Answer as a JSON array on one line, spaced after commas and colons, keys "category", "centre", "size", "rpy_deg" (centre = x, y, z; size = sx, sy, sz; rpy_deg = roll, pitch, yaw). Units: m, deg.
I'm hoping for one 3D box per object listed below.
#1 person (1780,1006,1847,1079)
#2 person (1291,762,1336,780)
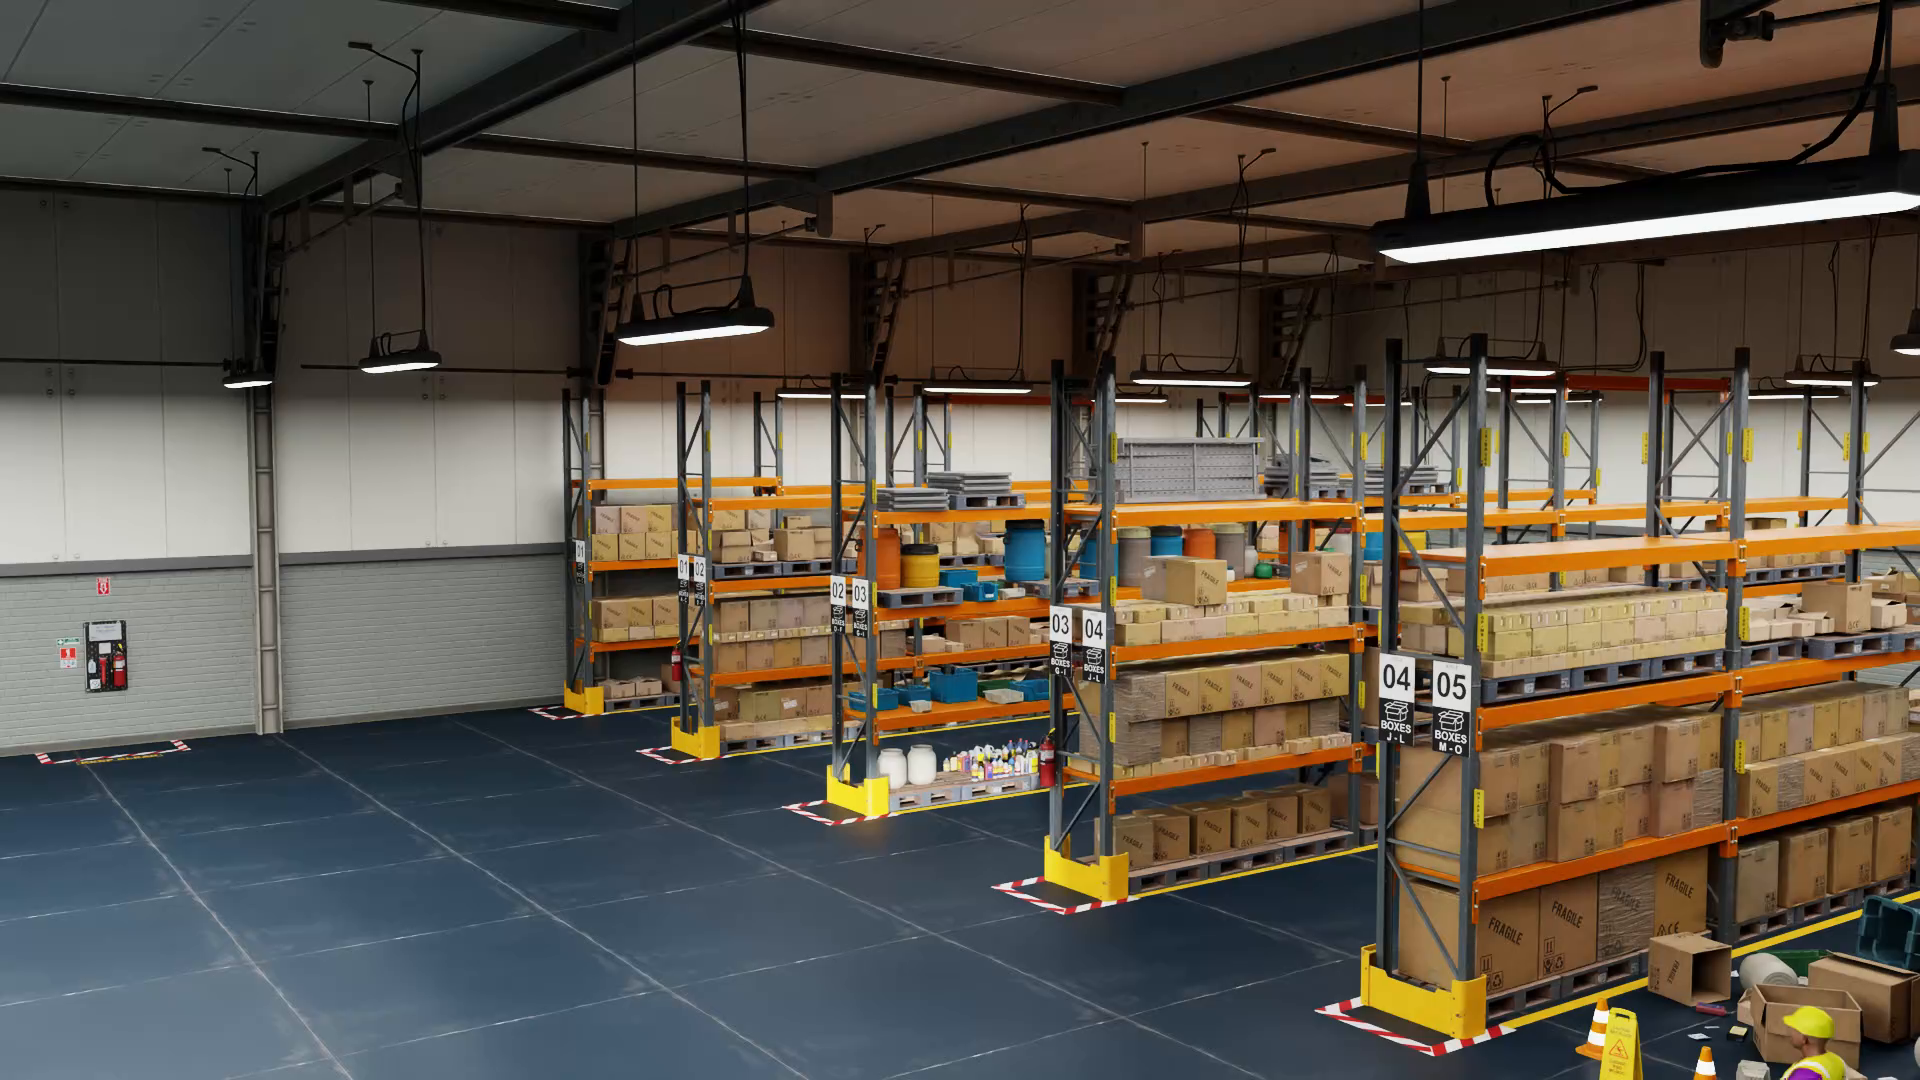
[{"category": "person", "centre": [5.081, 3.656, 9.937], "size": [1.001, 1.742, 0.550], "rpy_deg": [2, 4, 31]}, {"category": "person", "centre": [5.283, 2.726, 24.889], "size": [0.977, 1.682, 0.656], "rpy_deg": [-2, 4, -29]}]
